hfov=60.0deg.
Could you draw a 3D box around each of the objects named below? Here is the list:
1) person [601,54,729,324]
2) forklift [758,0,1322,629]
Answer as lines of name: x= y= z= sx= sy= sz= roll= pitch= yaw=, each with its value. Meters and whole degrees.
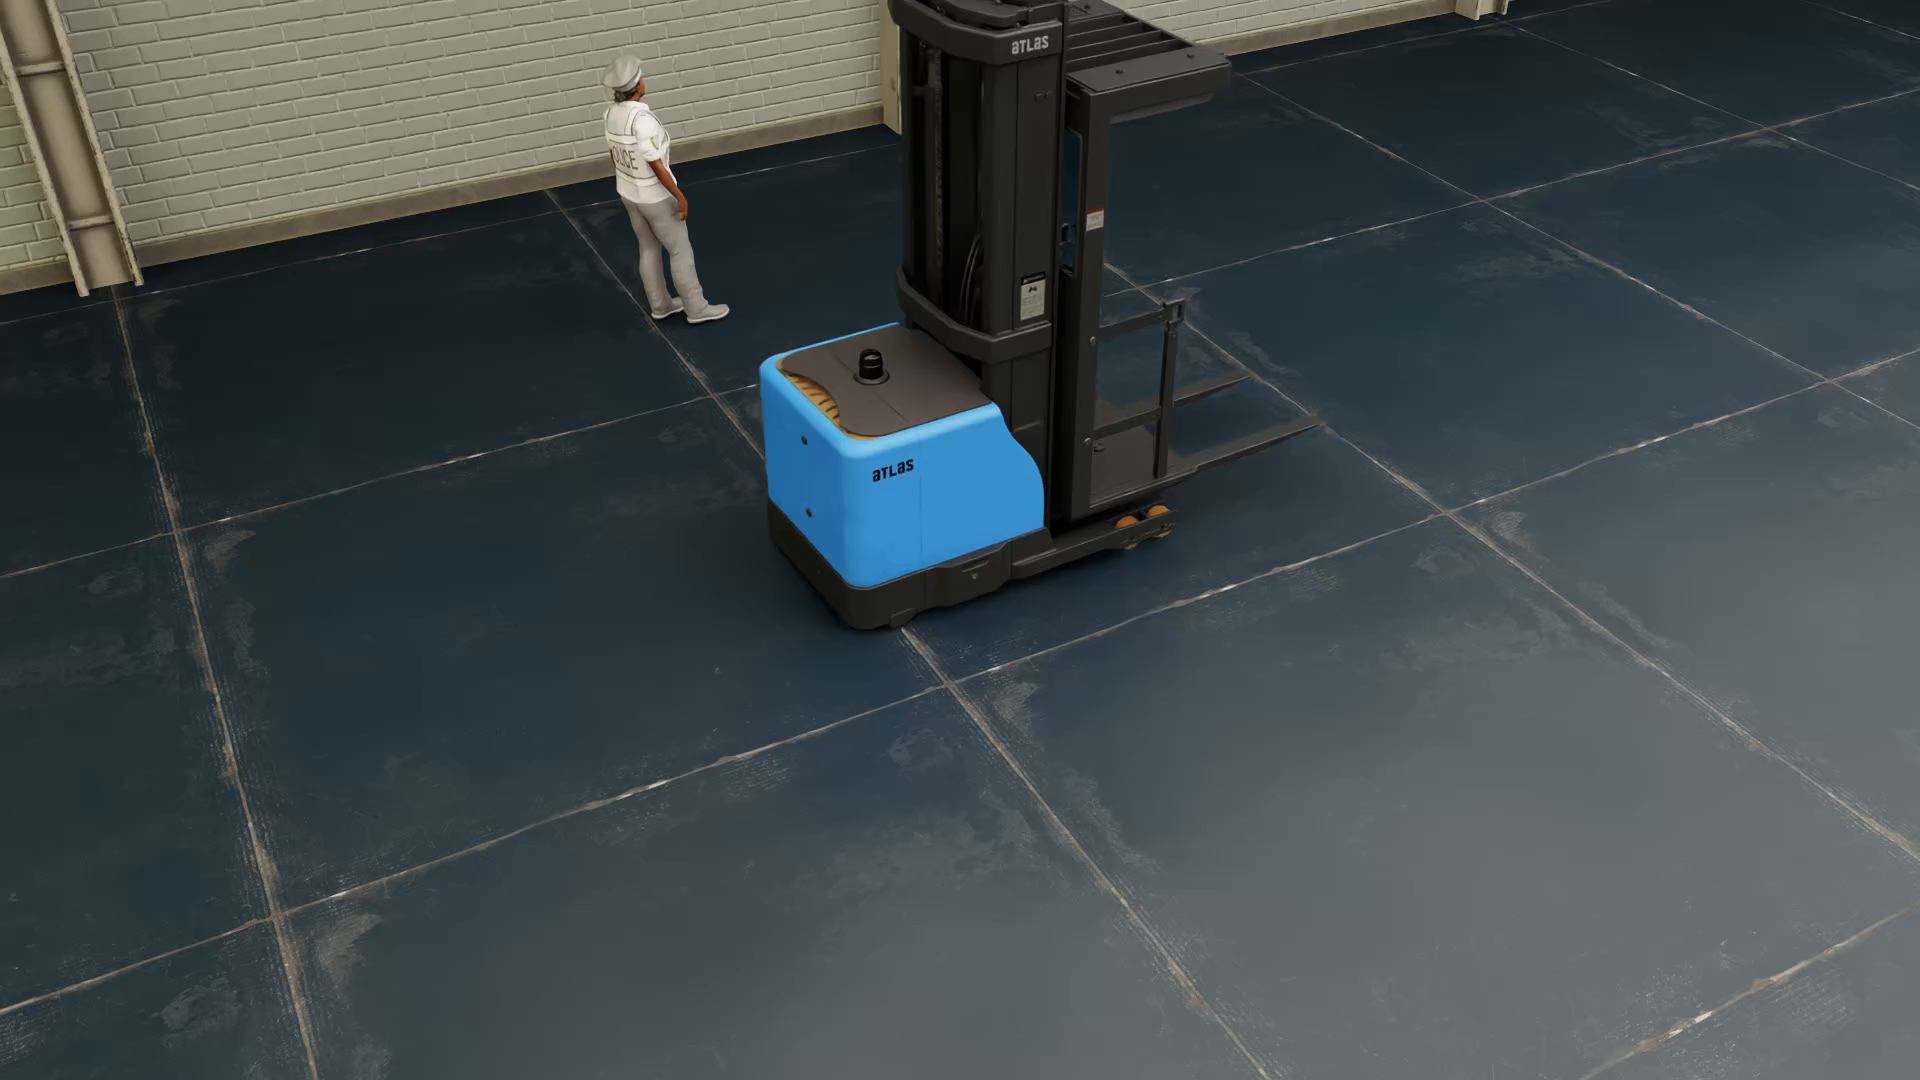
person: x=-1.845 y=-2.149 z=10.221 sx=0.567 sy=1.695 sz=0.531 roll=28 pitch=44 yaw=34
forklift: x=0.540 y=-1.395 z=8.096 sx=3.031 sy=2.935 sz=1.130 roll=-19 pitch=39 yaw=-25
